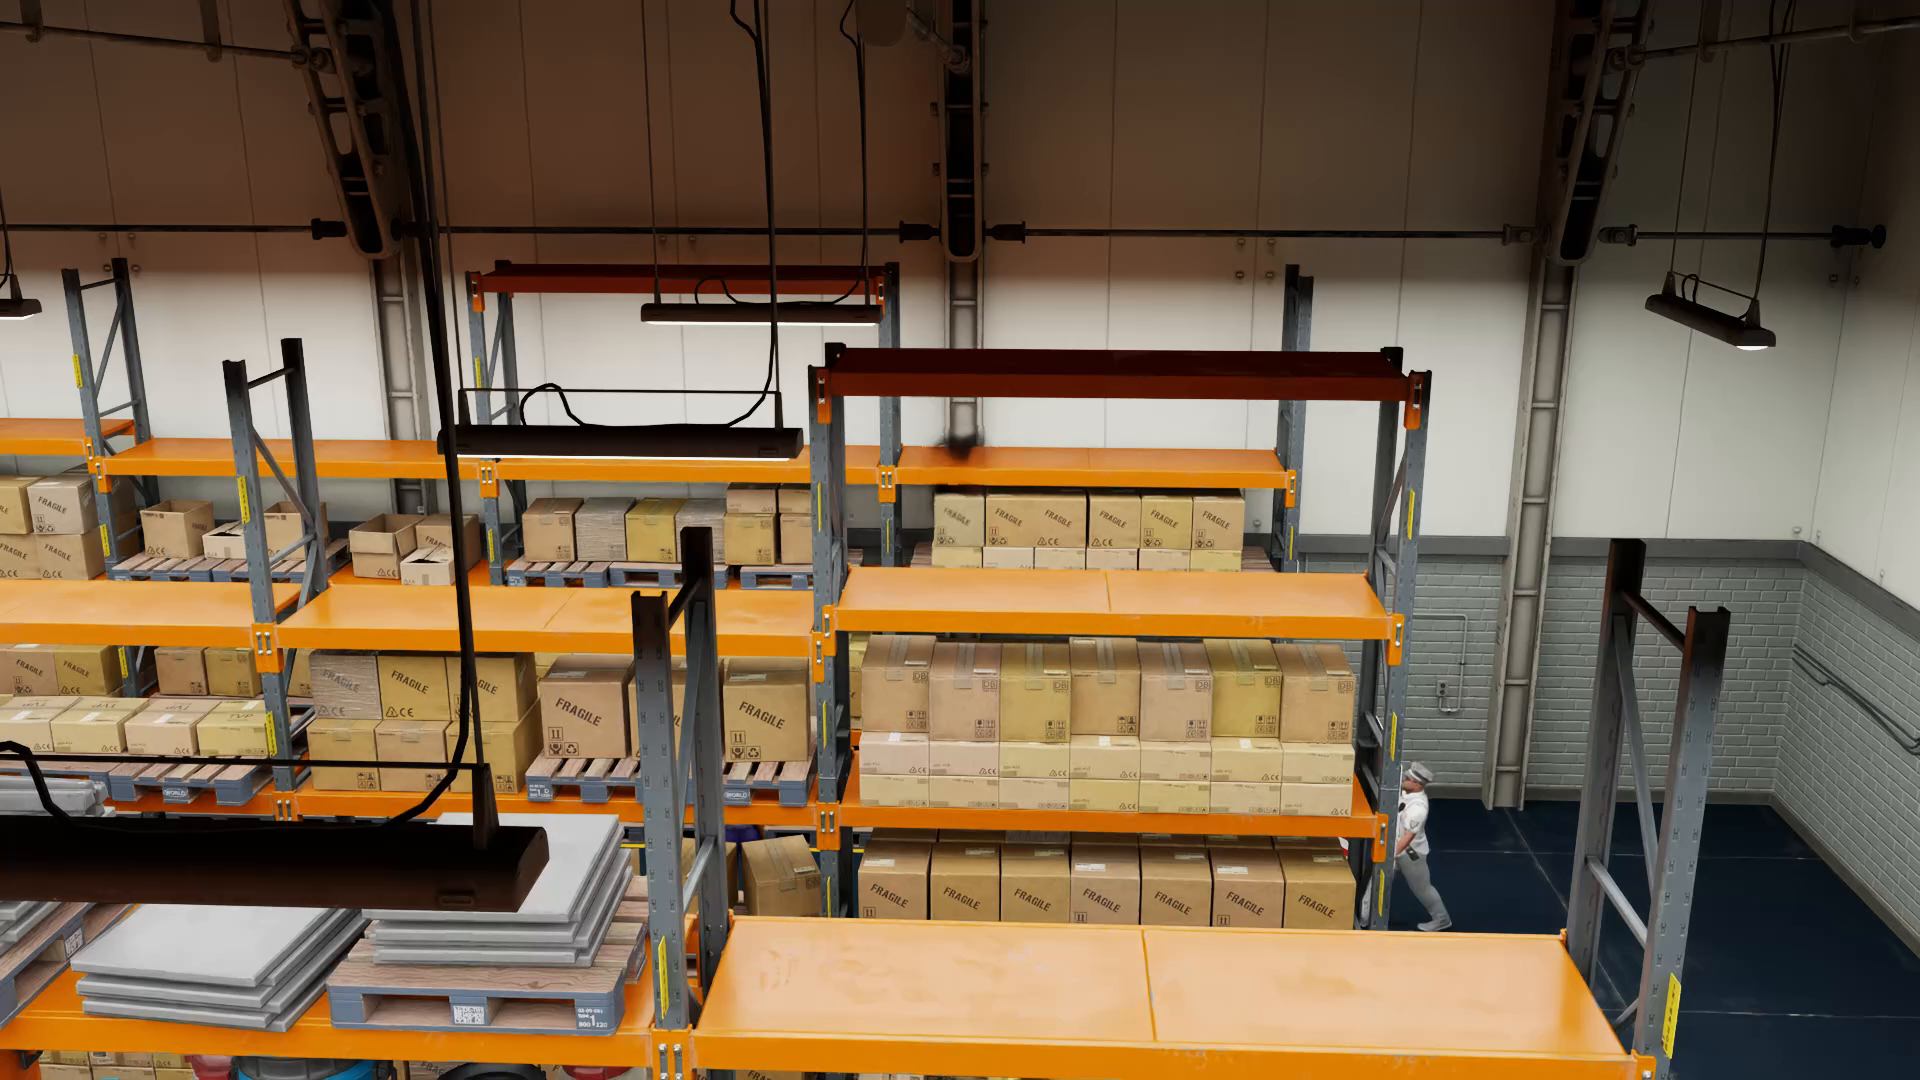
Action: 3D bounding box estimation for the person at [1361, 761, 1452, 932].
[{"bbox_3d":[4.107,2.883,15.539,1.068,1.719,0.525,-2,16,-7],"label":"person"}]

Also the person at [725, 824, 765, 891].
[{"bbox_3d":[-2.135,2.886,15.771,0.577,1.685,0.383,-3,16,-12],"label":"person"}]
